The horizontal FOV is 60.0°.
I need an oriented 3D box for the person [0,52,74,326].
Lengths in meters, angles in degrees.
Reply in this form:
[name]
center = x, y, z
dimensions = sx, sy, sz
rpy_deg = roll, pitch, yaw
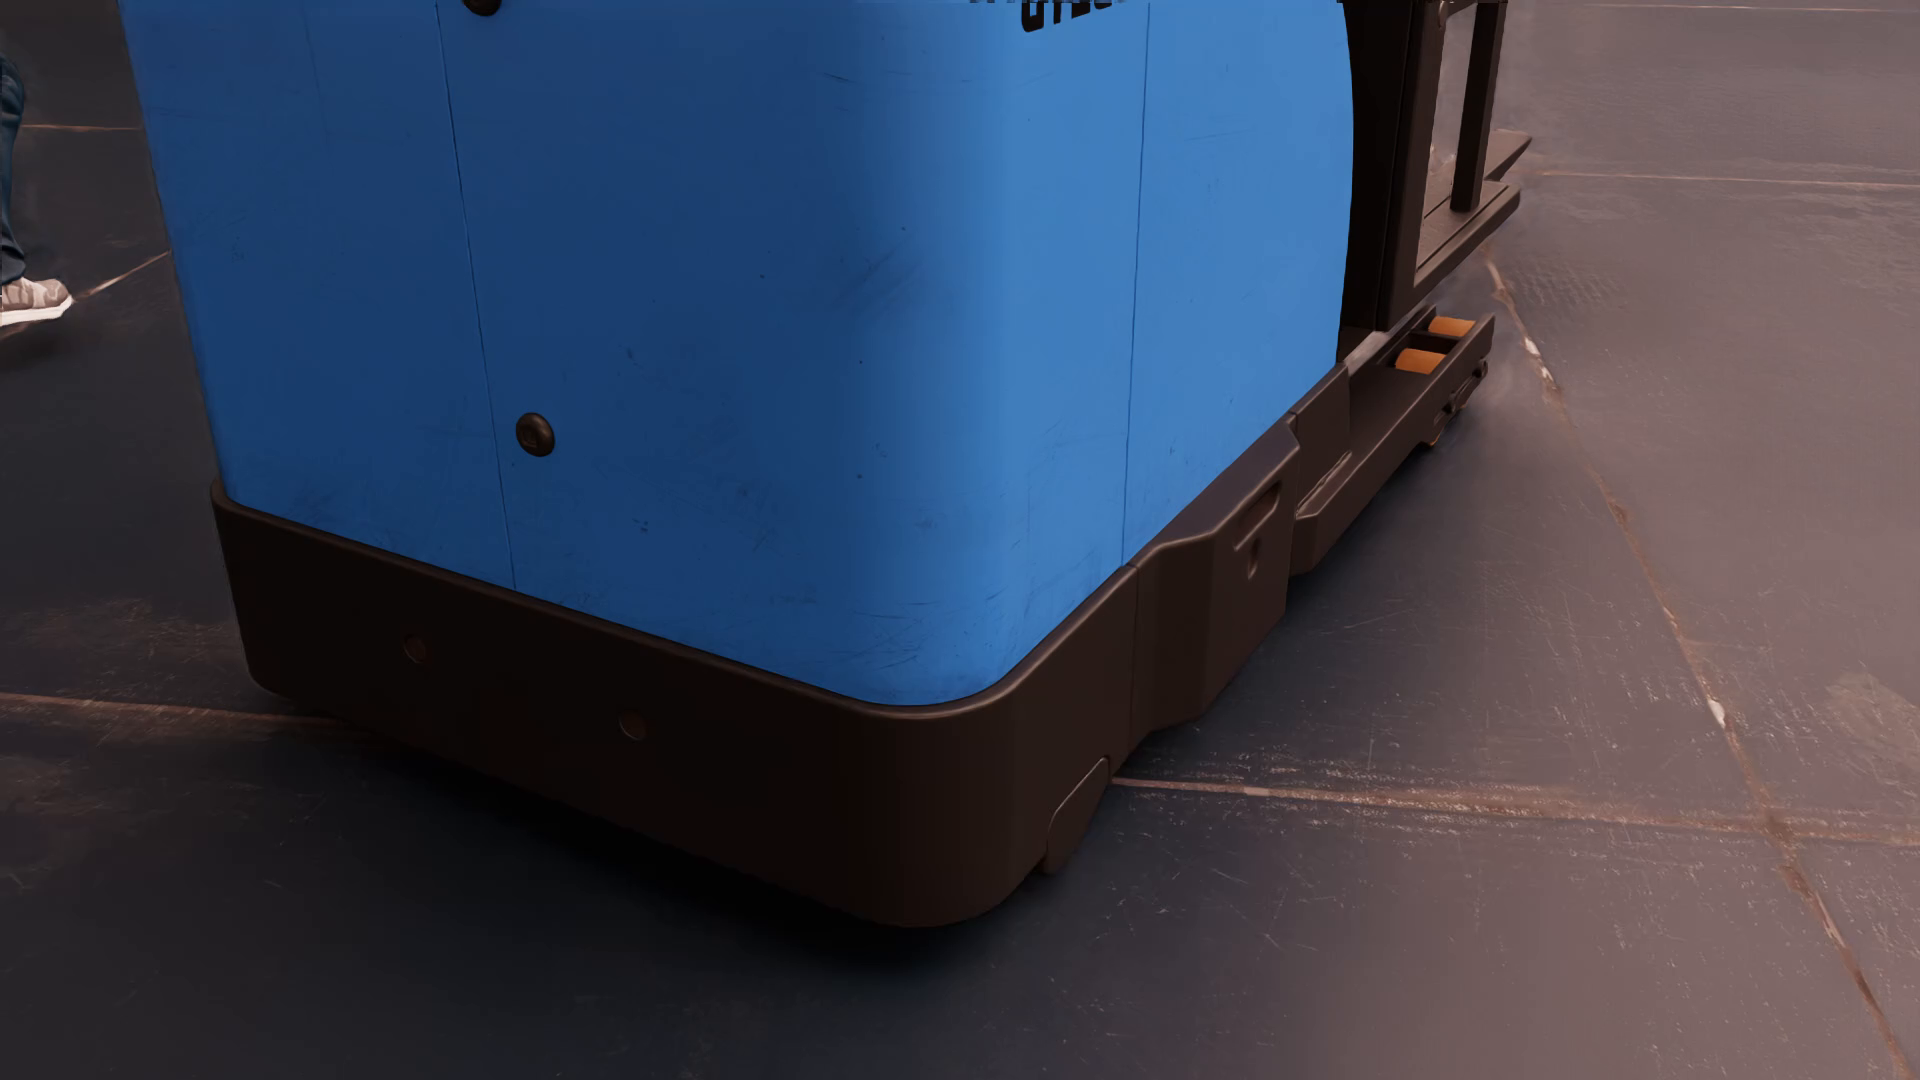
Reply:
[person]
center = -2.104, -0.956, 2.805
dimensions = 0.811, 1.474, 0.607
rpy_deg = 0, 27, 0

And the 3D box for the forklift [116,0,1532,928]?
[forklift]
center = 0.297, -1.560, 2.344
dimensions = 1.130, 2.935, 3.031
rpy_deg = 14, 30, 26
